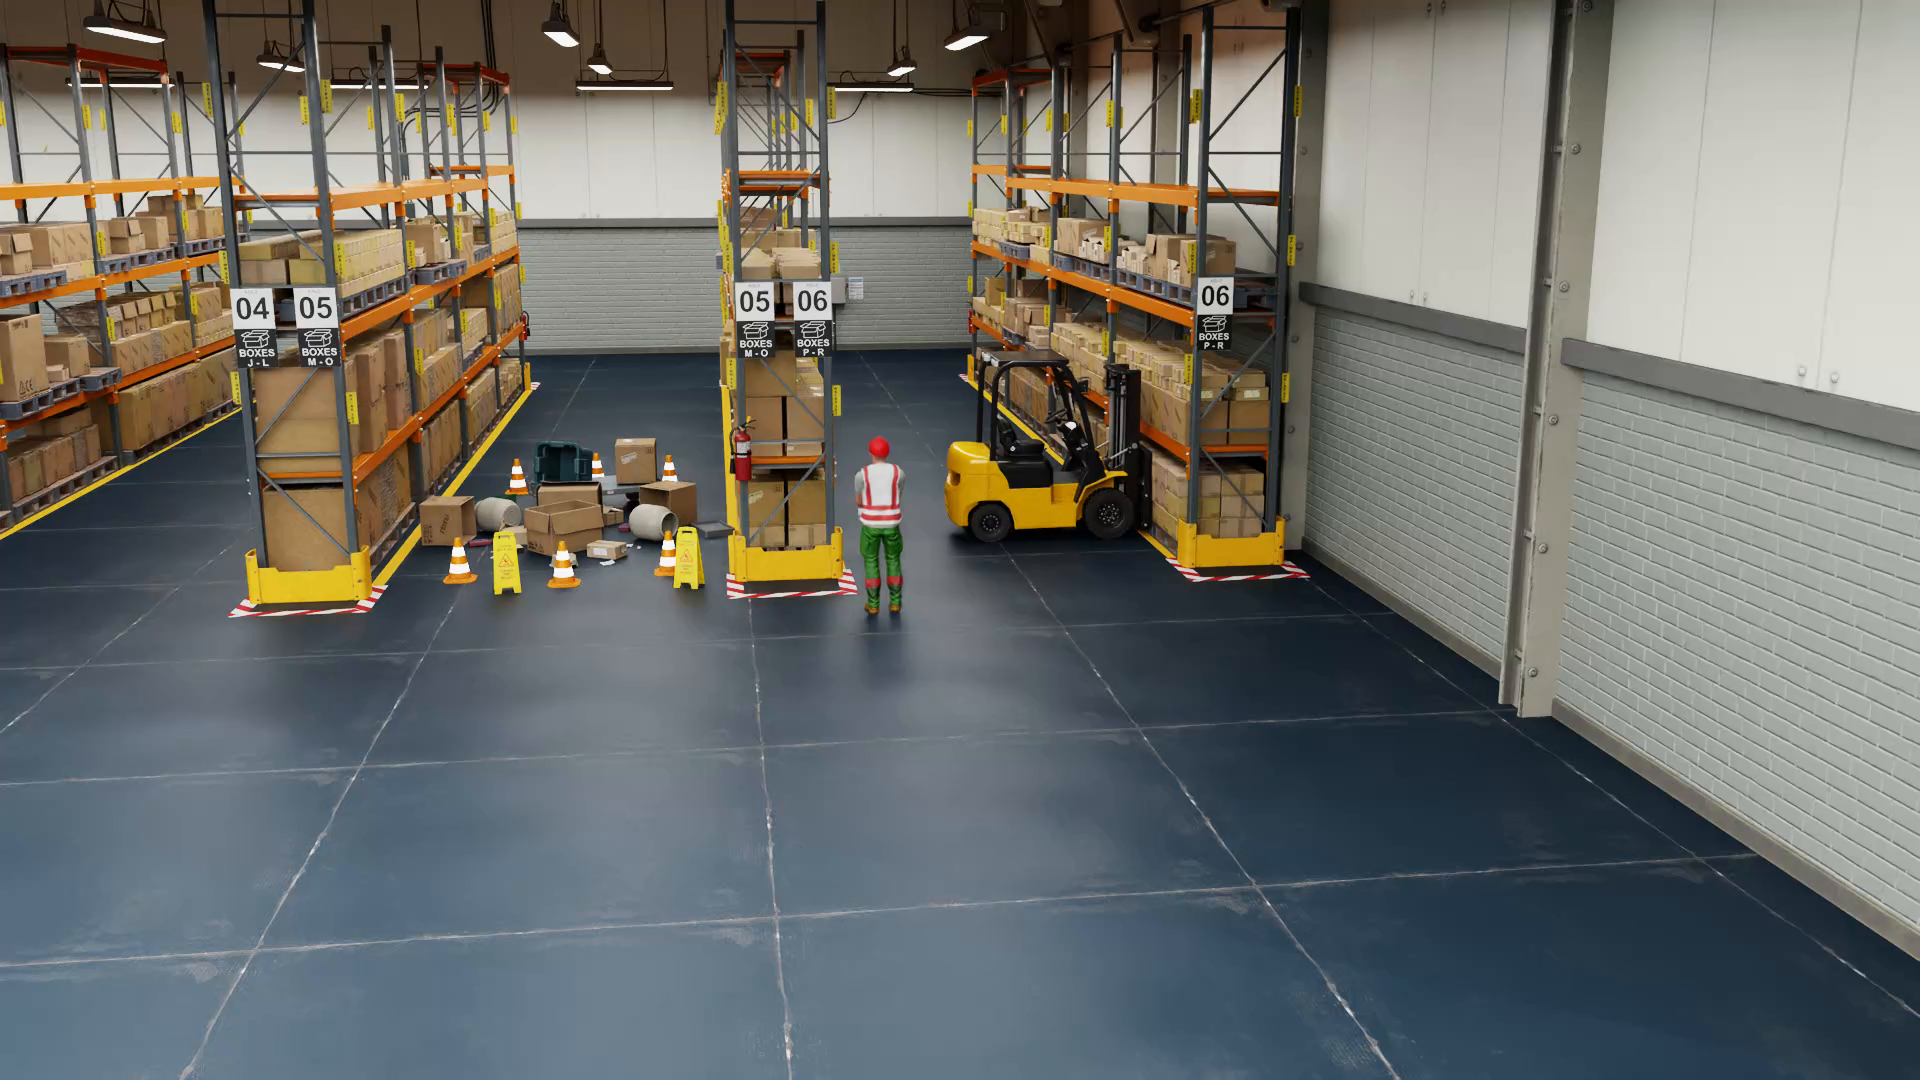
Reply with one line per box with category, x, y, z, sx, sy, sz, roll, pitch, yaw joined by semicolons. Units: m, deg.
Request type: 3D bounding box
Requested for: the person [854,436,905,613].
person;-0.821;-0.180;16.705;0.506;1.792;0.556;-3;13;-12
